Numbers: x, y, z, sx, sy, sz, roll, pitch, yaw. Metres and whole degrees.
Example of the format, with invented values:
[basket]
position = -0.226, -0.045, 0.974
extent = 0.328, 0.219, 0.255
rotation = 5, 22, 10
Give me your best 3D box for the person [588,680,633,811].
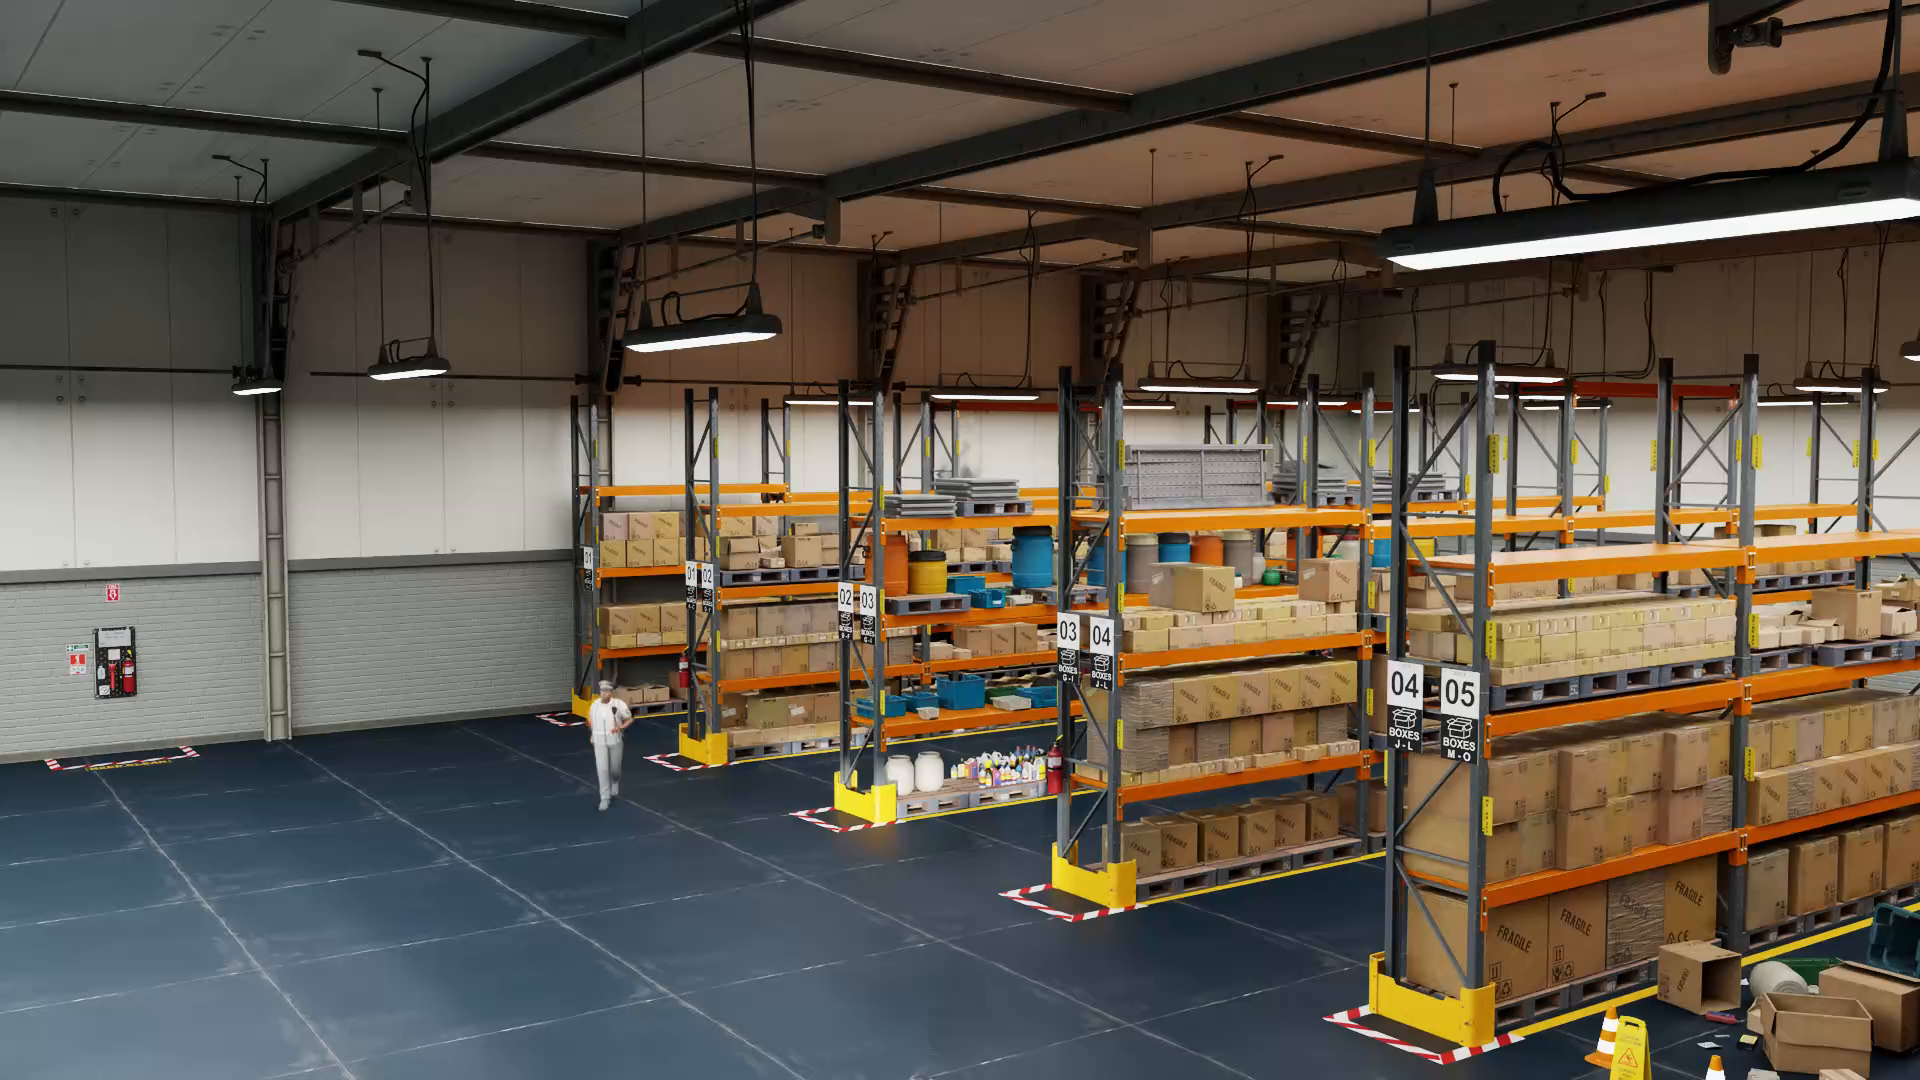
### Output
[person]
position = -4.962, 2.869, 23.548
extent = 0.651, 1.795, 0.835
rotation = 0, 3, -2
